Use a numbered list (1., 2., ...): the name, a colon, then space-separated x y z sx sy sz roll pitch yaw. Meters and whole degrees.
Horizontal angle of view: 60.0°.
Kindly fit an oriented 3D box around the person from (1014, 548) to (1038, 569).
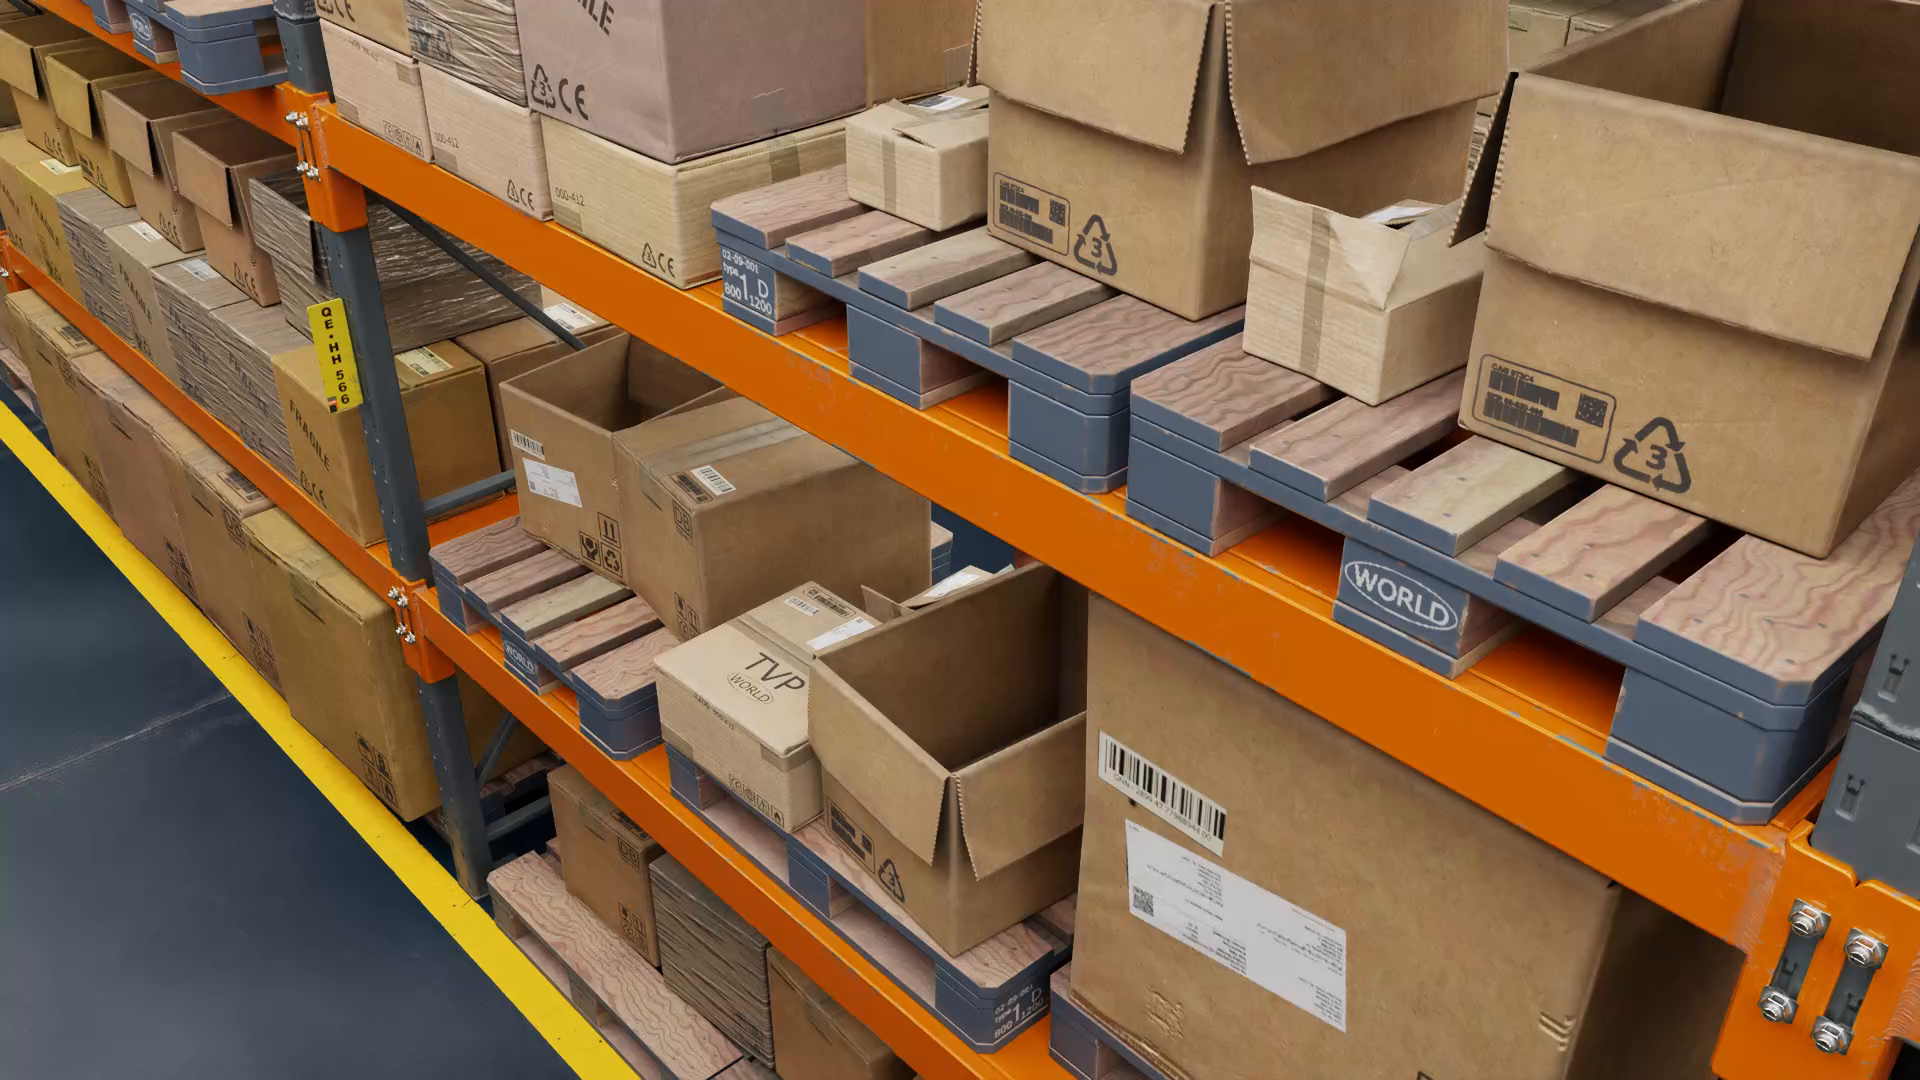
1. person: 0.431 0.220 5.760 0.619 1.779 0.455 -27 40 -36
